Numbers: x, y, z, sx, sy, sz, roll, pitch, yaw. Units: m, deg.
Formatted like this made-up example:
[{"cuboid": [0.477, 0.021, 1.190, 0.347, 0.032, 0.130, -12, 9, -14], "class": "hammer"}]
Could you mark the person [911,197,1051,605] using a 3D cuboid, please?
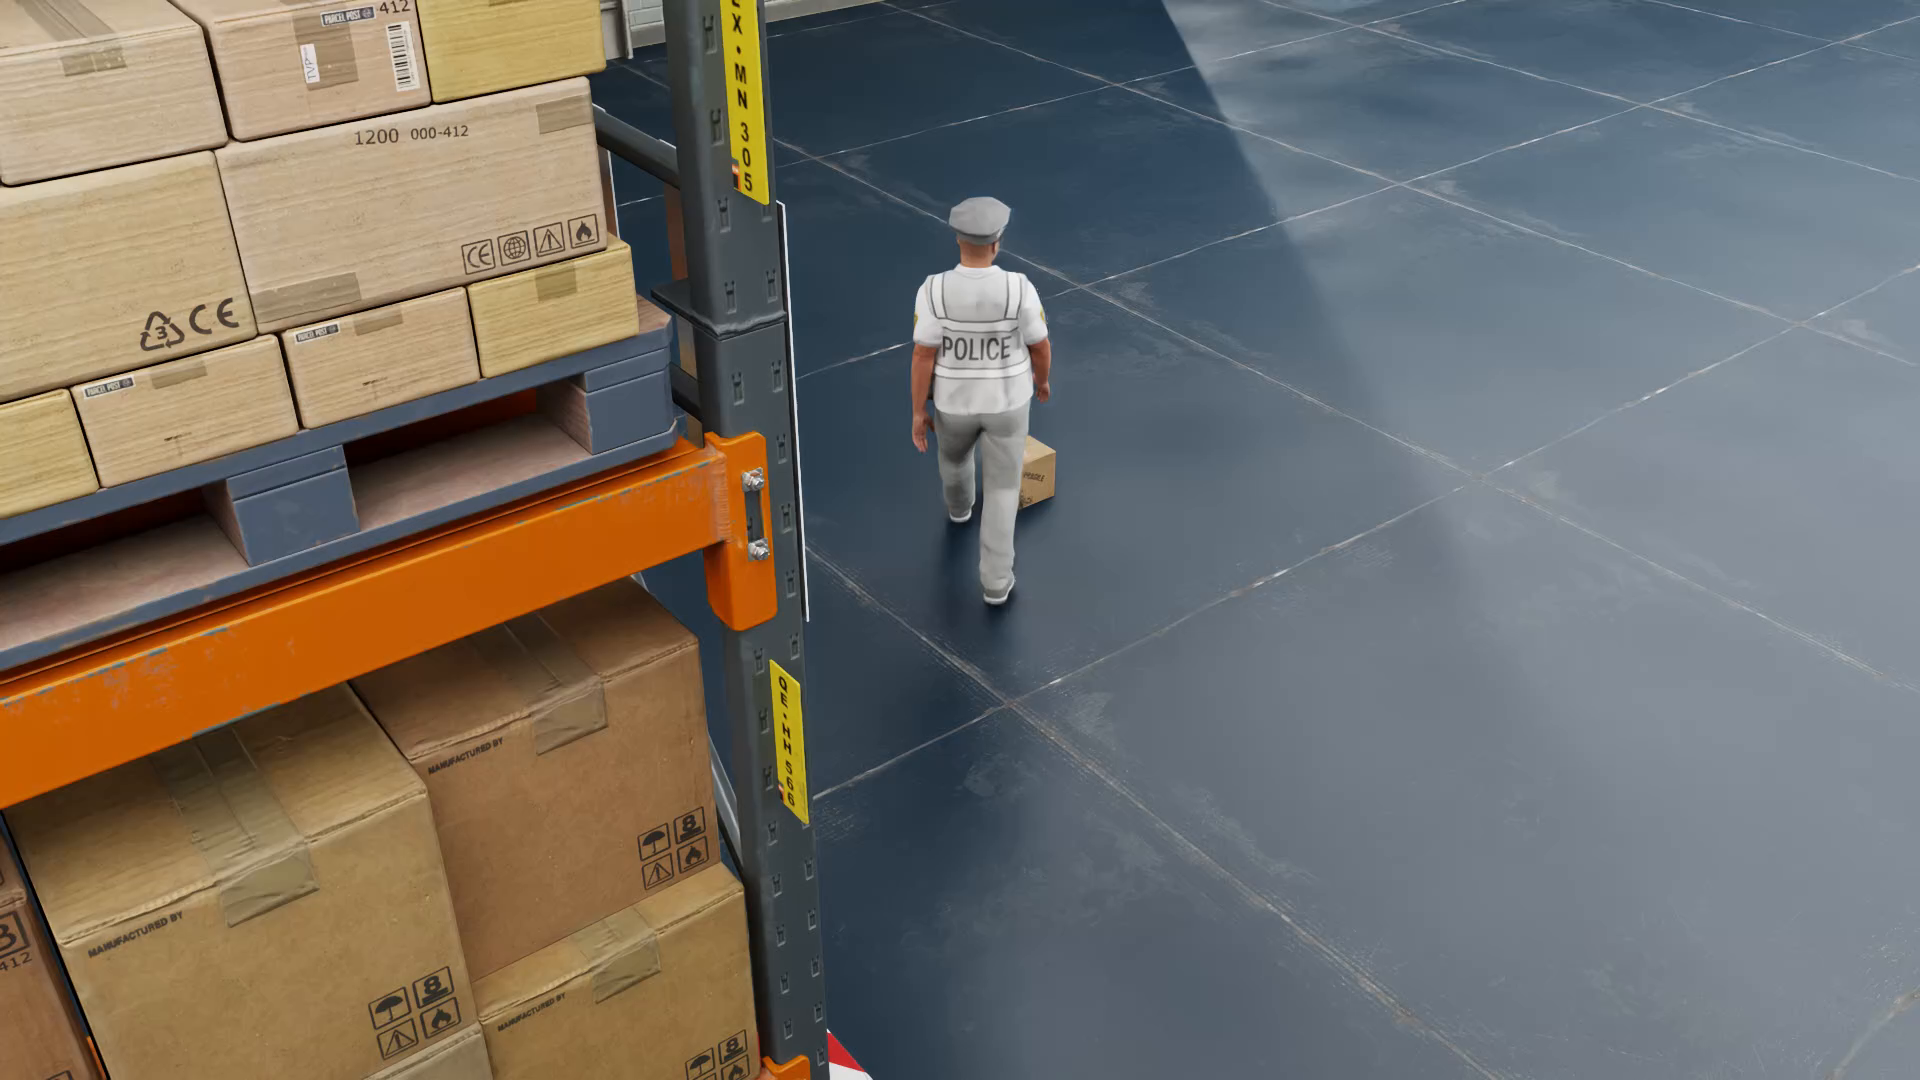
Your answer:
[{"cuboid": [0.110, -0.681, 7.211, 0.570, 1.706, 0.999, 4, 32, 7], "class": "person"}]
